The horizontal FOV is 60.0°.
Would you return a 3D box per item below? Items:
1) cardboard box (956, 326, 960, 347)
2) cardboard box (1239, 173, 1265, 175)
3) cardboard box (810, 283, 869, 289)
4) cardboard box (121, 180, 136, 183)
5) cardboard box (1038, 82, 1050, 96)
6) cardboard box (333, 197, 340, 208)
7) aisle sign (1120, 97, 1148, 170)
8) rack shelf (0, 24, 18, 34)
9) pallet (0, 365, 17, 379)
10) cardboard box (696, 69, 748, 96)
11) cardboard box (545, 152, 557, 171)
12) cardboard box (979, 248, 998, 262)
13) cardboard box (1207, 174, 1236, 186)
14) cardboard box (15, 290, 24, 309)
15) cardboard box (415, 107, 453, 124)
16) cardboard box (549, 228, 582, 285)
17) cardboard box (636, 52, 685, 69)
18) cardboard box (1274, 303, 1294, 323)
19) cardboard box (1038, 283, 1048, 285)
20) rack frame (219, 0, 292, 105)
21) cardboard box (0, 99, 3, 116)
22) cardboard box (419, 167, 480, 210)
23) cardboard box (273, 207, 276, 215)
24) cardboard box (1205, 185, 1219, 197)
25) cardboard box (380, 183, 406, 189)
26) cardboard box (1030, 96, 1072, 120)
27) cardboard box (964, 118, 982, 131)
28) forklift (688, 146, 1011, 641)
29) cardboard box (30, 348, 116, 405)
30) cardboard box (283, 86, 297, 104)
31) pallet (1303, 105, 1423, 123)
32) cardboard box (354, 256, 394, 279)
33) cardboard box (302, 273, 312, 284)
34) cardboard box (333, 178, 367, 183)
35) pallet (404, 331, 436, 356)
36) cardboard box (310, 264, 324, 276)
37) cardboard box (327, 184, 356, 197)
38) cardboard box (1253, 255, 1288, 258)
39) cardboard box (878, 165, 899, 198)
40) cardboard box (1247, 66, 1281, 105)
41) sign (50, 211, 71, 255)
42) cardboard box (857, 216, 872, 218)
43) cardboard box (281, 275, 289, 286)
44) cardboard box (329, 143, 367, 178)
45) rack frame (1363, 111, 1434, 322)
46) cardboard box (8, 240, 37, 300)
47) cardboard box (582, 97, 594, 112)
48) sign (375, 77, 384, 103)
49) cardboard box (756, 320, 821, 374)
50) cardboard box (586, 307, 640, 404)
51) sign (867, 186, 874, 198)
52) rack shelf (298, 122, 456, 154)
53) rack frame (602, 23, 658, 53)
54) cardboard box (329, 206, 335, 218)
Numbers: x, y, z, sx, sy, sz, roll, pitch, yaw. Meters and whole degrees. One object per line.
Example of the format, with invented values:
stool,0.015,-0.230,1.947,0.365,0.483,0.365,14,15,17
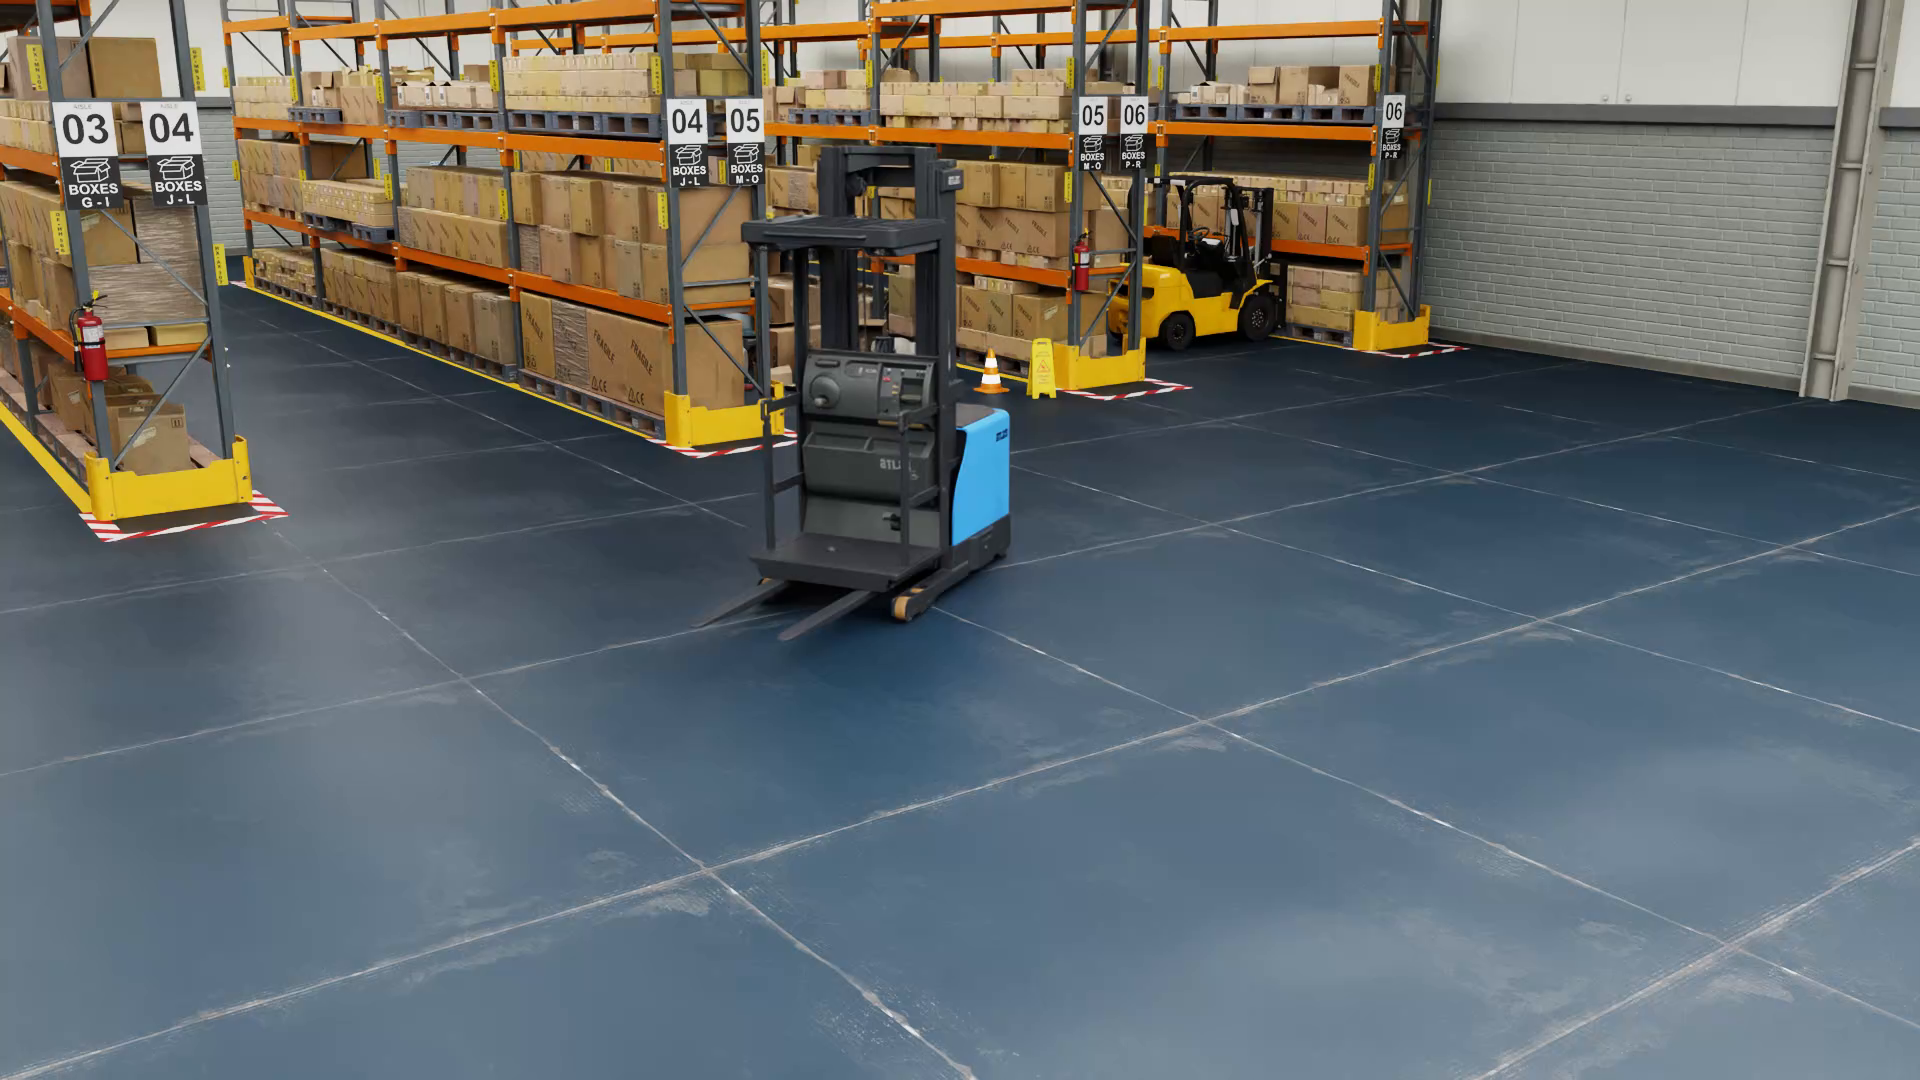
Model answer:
cardboard box,0.063,-2.577,20.723,0.500,0.250,0.500,-11,19,-35
cardboard box,4.221,-5.190,23.876,0.380,0.149,0.250,-11,19,-36
cardboard box,-1.848,-3.442,23.651,0.950,0.372,0.625,-10,18,-33
cardboard box,-7.936,-3.070,15.463,0.500,0.500,0.500,-11,19,-35
cardboard box,1.092,-5.037,18.582,0.380,0.149,0.250,-10,18,-34
cardboard box,-8.570,-4.748,23.358,0.380,0.149,0.250,-11,19,-36
aisle sign,1.937,-4.528,18.515,0.394,0.787,0.004,-11,19,-35
rack shelf,-12.246,-6.191,20.268,1.077,0.370,4.000,-11,19,-35
pallet,-10.612,-1.898,19.110,1.003,0.211,1.213,-11,19,-35
cardboard box,-2.371,-4.361,15.883,0.500,0.250,0.500,-11,19,-35
cardboard box,-7.088,-6.822,29.736,0.500,0.500,0.500,-11,19,-35
cardboard box,0.448,-3.427,19.893,0.380,0.149,0.250,-11,19,-35
cardboard box,3.711,-5.090,23.509,0.380,0.149,0.250,-10,18,-33
cardboard box,-8.699,-2.286,15.724,0.380,0.149,0.250,-11,19,-35
cardboard box,-7.119,-5.816,22.274,0.500,0.500,0.500,-11,19,-35
cardboard box,-3.856,-3.052,17.760,0.875,0.550,0.550,-11,19,-35
cardboard box,-2.767,-4.430,15.378,0.380,0.149,0.250,-11,19,-34
cardboard box,4.559,-3.154,22.833,0.500,0.250,0.500,-11,19,-34
cardboard box,0.785,-2.917,20.545,0.500,0.500,0.500,-10,18,-33
rack frame,-11.702,-8.760,27.536,1.000,3.000,0.127,-11,19,-35
cardboard box,-8.422,-3.897,14.981,0.380,0.149,0.250,-11,19,-34
cardboard box,-6.444,-4.483,21.191,0.700,0.500,0.500,-11,19,-35
cardboard box,-10.819,-5.300,26.734,0.380,0.149,0.250,-10,18,-33
cardboard box,3.700,-4.947,23.550,0.380,0.149,0.250,-10,18,-33
cardboard box,-8.031,-4.989,23.677,0.380,0.149,0.250,-11,19,-35
cardboard box,1.131,-4.825,18.562,0.500,0.250,0.500,-11,19,-35
cardboard box,0.275,-4.919,19.661,0.380,0.149,0.250,-11,19,-35
forklift,-0.693,-1.019,10.748,1.130,2.935,3.031,7,17,23
cardboard box,-9.062,-1.697,16.995,0.700,0.500,0.500,-13,20,-39
cardboard box,-9.828,-6.687,24.981,0.500,0.250,0.500,-12,19,-37
pallet,5.268,-5.570,21.731,1.003,0.211,1.213,-11,19,-35
cardboard box,-8.205,-3.839,23.440,0.500,0.250,0.500,-10,18,-33
cardboard box,-9.962,-4.057,25.758,0.380,0.149,0.250,-12,19,-37
cardboard box,-9.438,-5.349,25.684,0.500,0.500,0.500,-11,19,-36
pallet,-6.596,-2.633,21.797,1.003,0.211,1.213,-11,19,-35
cardboard box,-9.770,-4.162,25.579,0.380,0.149,0.250,-10,18,-33
cardboard box,-8.730,-4.949,23.530,0.380,0.149,0.250,-10,18,-32
cardboard box,4.353,-3.933,23.782,0.500,0.250,0.500,-11,19,-34
cardboard box,-0.619,-4.640,21.201,0.700,0.500,0.500,-11,19,-35
cardboard box,4.371,-6.180,22.612,0.797,0.503,0.637,-10,18,-33
sign,-6.827,-2.331,12.617,0.100,0.325,0.005,-11,19,-35
cardboard box,-1.228,-4.242,22.074,0.380,0.149,0.250,-11,19,-34
cardboard box,-10.733,-4.204,26.859,0.380,0.149,0.250,-11,19,-35
cardboard box,-9.419,-5.820,25.513,0.500,0.500,0.500,-10,18,-33
rack frame,5.663,-4.011,21.549,1.000,3.000,0.127,-11,19,-35
cardboard box,-8.238,-2.529,15.383,0.875,0.500,0.500,-11,19,-35
cardboard box,-3.511,-4.316,16.472,0.380,0.149,0.250,-11,19,-34
sign,-7.439,-5.770,21.316,0.100,0.325,0.005,-11,19,-35
cardboard box,-1.987,-2.282,19.702,0.797,0.637,0.503,-11,19,-35
cardboard box,-3.266,-1.950,17.247,0.875,0.875,0.875,-11,19,-35
sign,-1.149,-4.565,21.381,0.100,0.325,0.005,-11,19,-35
rack shelf,-8.175,-5.685,23.346,1.077,0.370,4.000,-11,19,-35
rack frame,-5.406,-8.696,27.301,1.000,3.000,0.127,-11,19,-35
cardboard box,-8.719,-4.660,23.601,0.380,0.149,0.250,-11,19,-36
